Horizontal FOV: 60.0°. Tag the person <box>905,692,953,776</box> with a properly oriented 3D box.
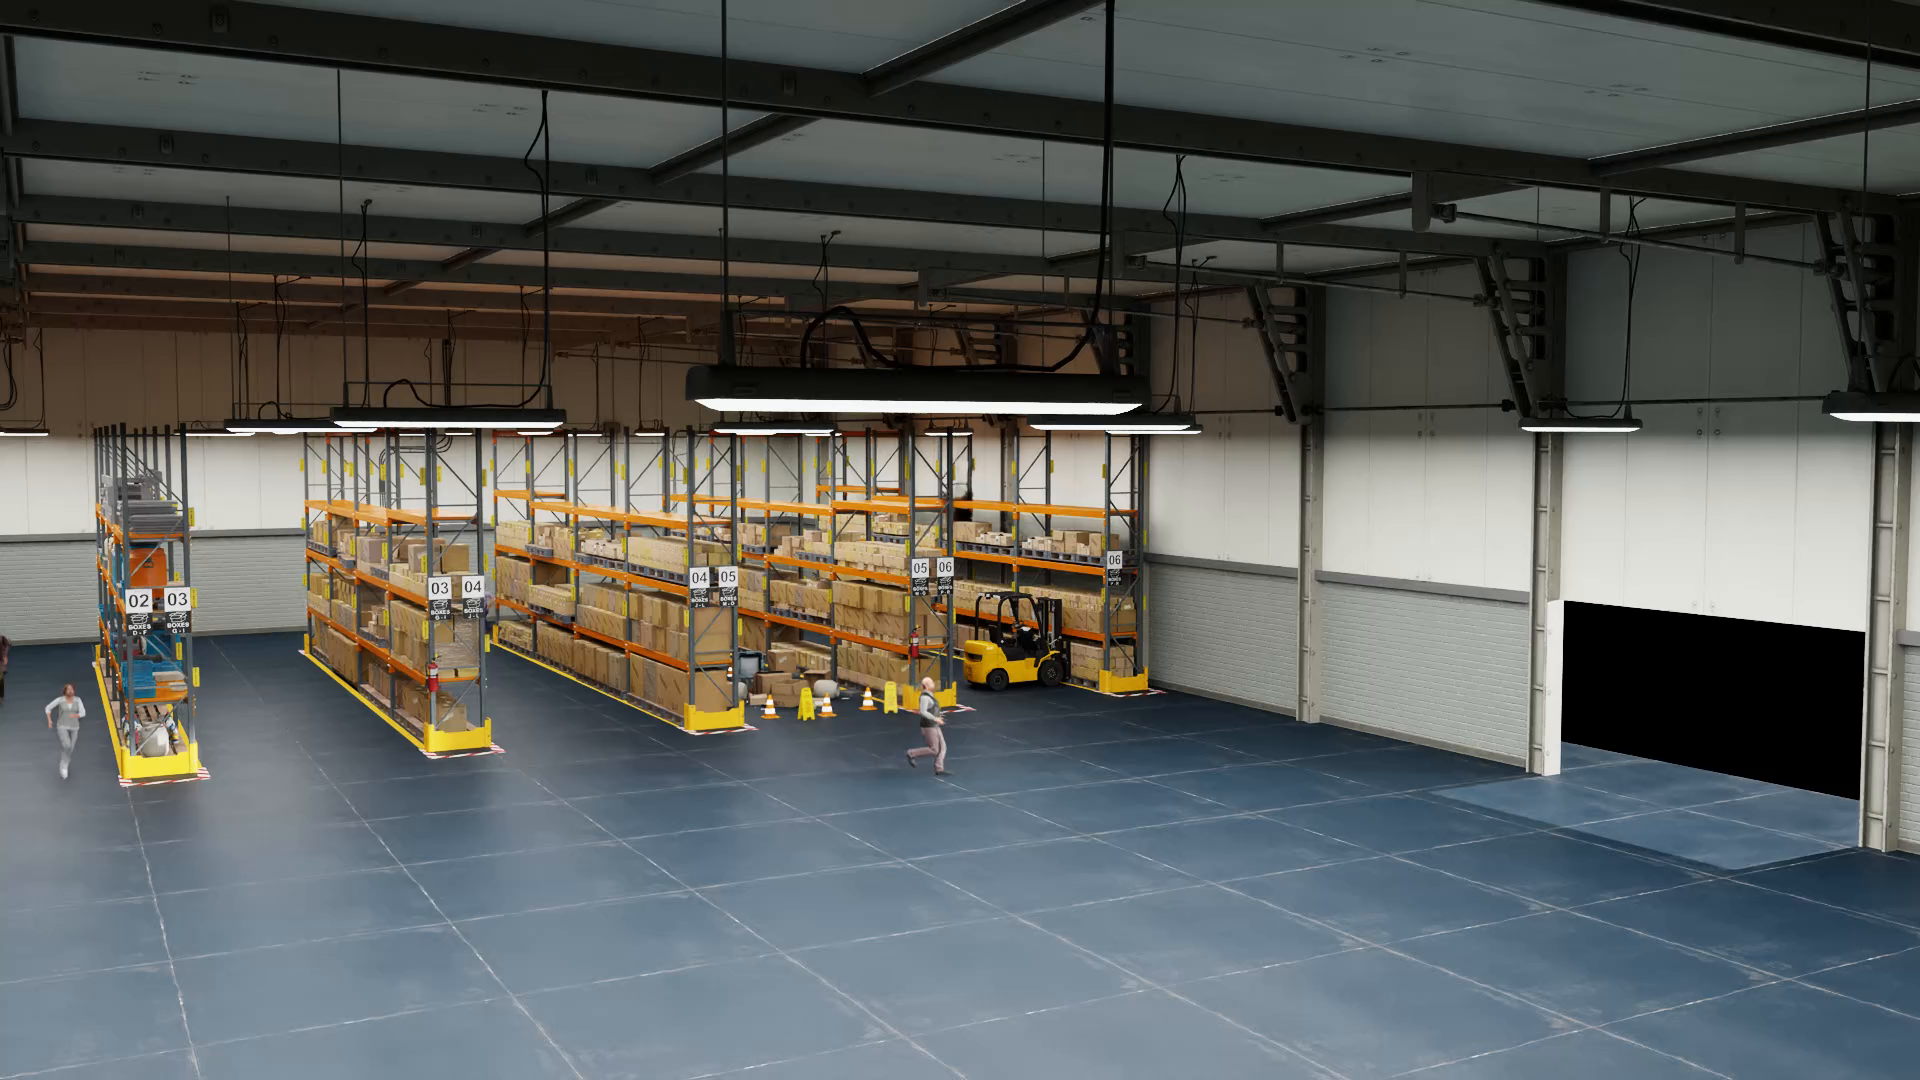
[{"bbox_3d":[-7.842,2.775,36.863,16.910,1.457,16.259,0,3,5],"label":"person"}]

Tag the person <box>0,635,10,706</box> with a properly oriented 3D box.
[{"bbox_3d":[-20.719,2.690,35.624,0.699,1.775,0.685,-2,4,-33],"label":"person"}]

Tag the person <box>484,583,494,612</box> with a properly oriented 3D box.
[{"bbox_3d":[-13.705,1.621,47.612,0.648,0.839,0.463,3,5,45],"label":"person"}]

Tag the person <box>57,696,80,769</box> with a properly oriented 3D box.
[{"bbox_3d":[-15.122,3.268,28.206,0.601,1.248,0.388,3,5,40],"label":"person"}]
